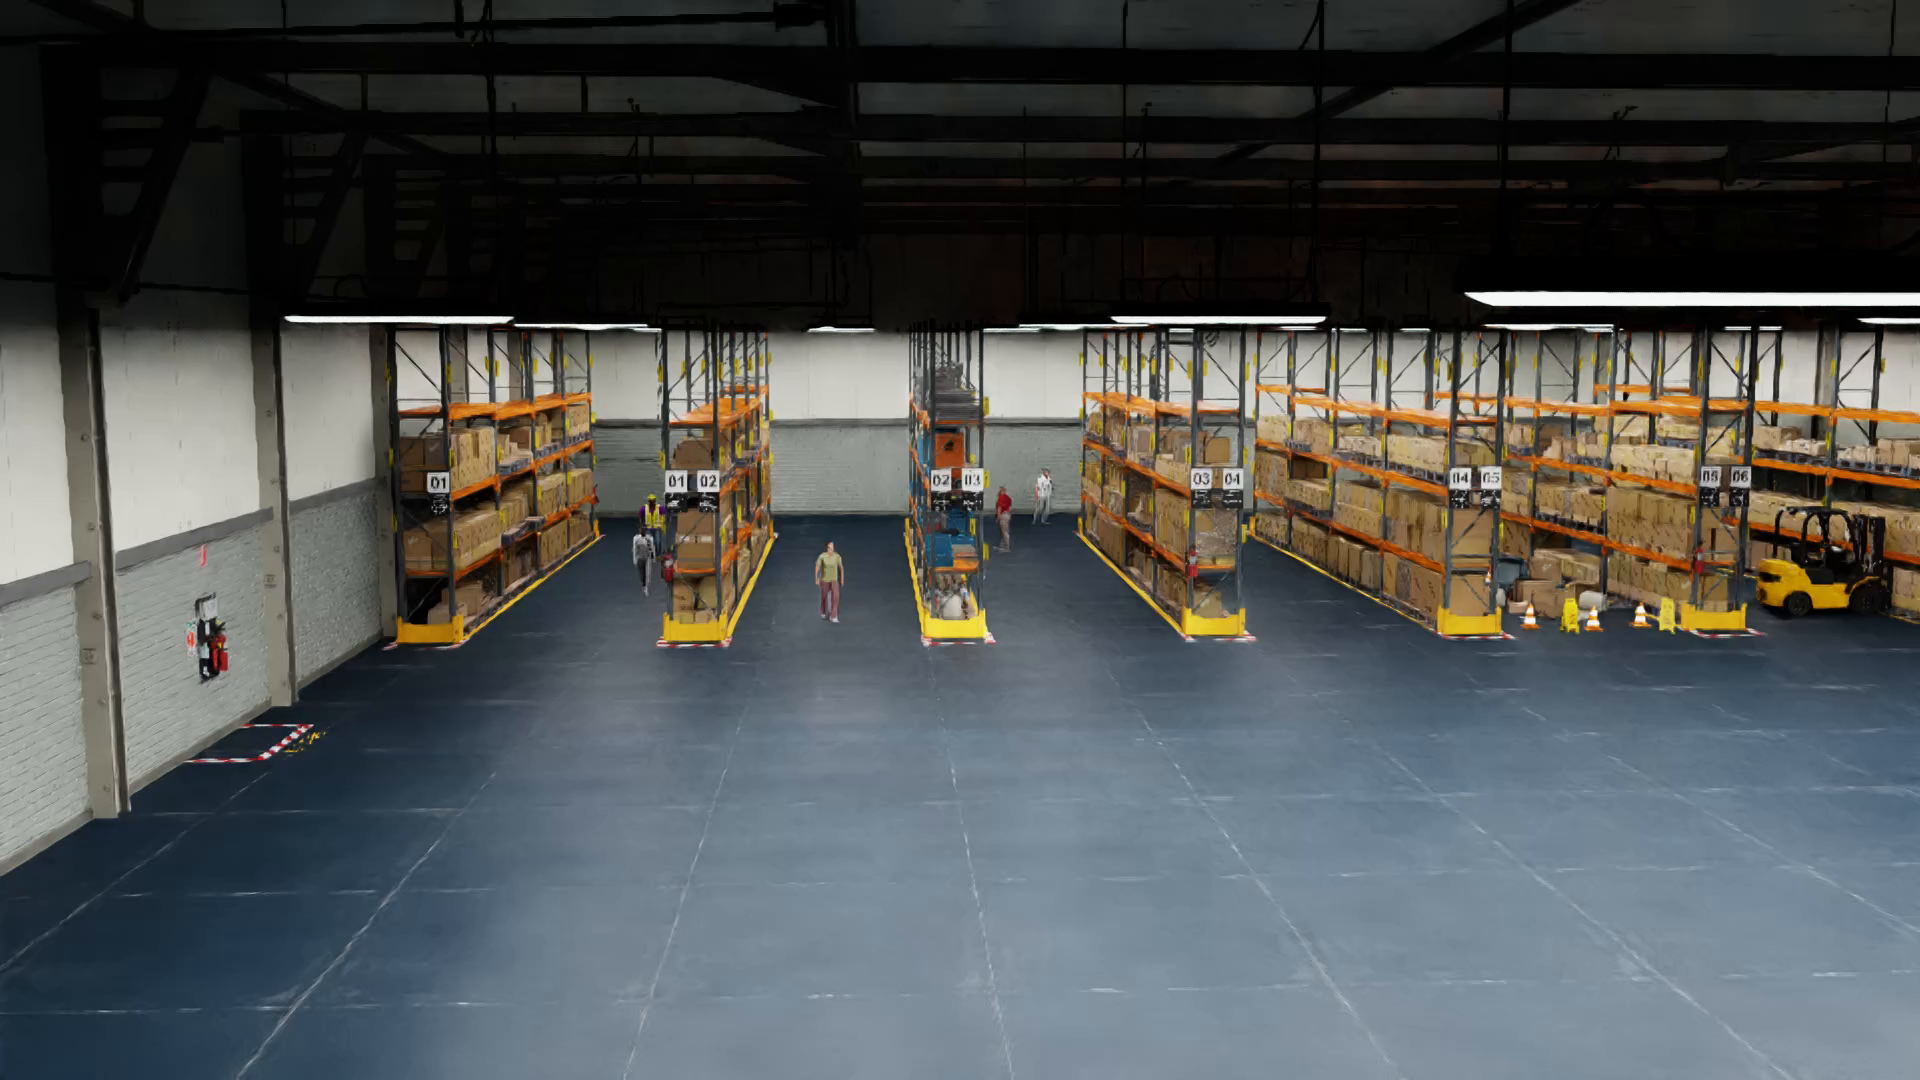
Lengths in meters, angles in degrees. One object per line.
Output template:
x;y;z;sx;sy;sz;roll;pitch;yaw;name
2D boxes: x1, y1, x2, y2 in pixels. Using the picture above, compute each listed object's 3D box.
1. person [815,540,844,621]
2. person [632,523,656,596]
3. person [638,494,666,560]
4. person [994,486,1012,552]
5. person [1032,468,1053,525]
-2.634;0.791;33.445;0.590;1.631;0.687;-1;7;-12;person
-6.963;0.395;36.597;0.495;1.573;1.086;0;7;-1;person
-7.799;-0.326;42.185;0.719;1.714;0.578;-1;7;-5;person
1.116;-0.580;44.038;0.586;1.717;0.653;3;8;25;person
2.457;-1.328;50.115;0.588;1.744;0.577;-6;9;-39;person
